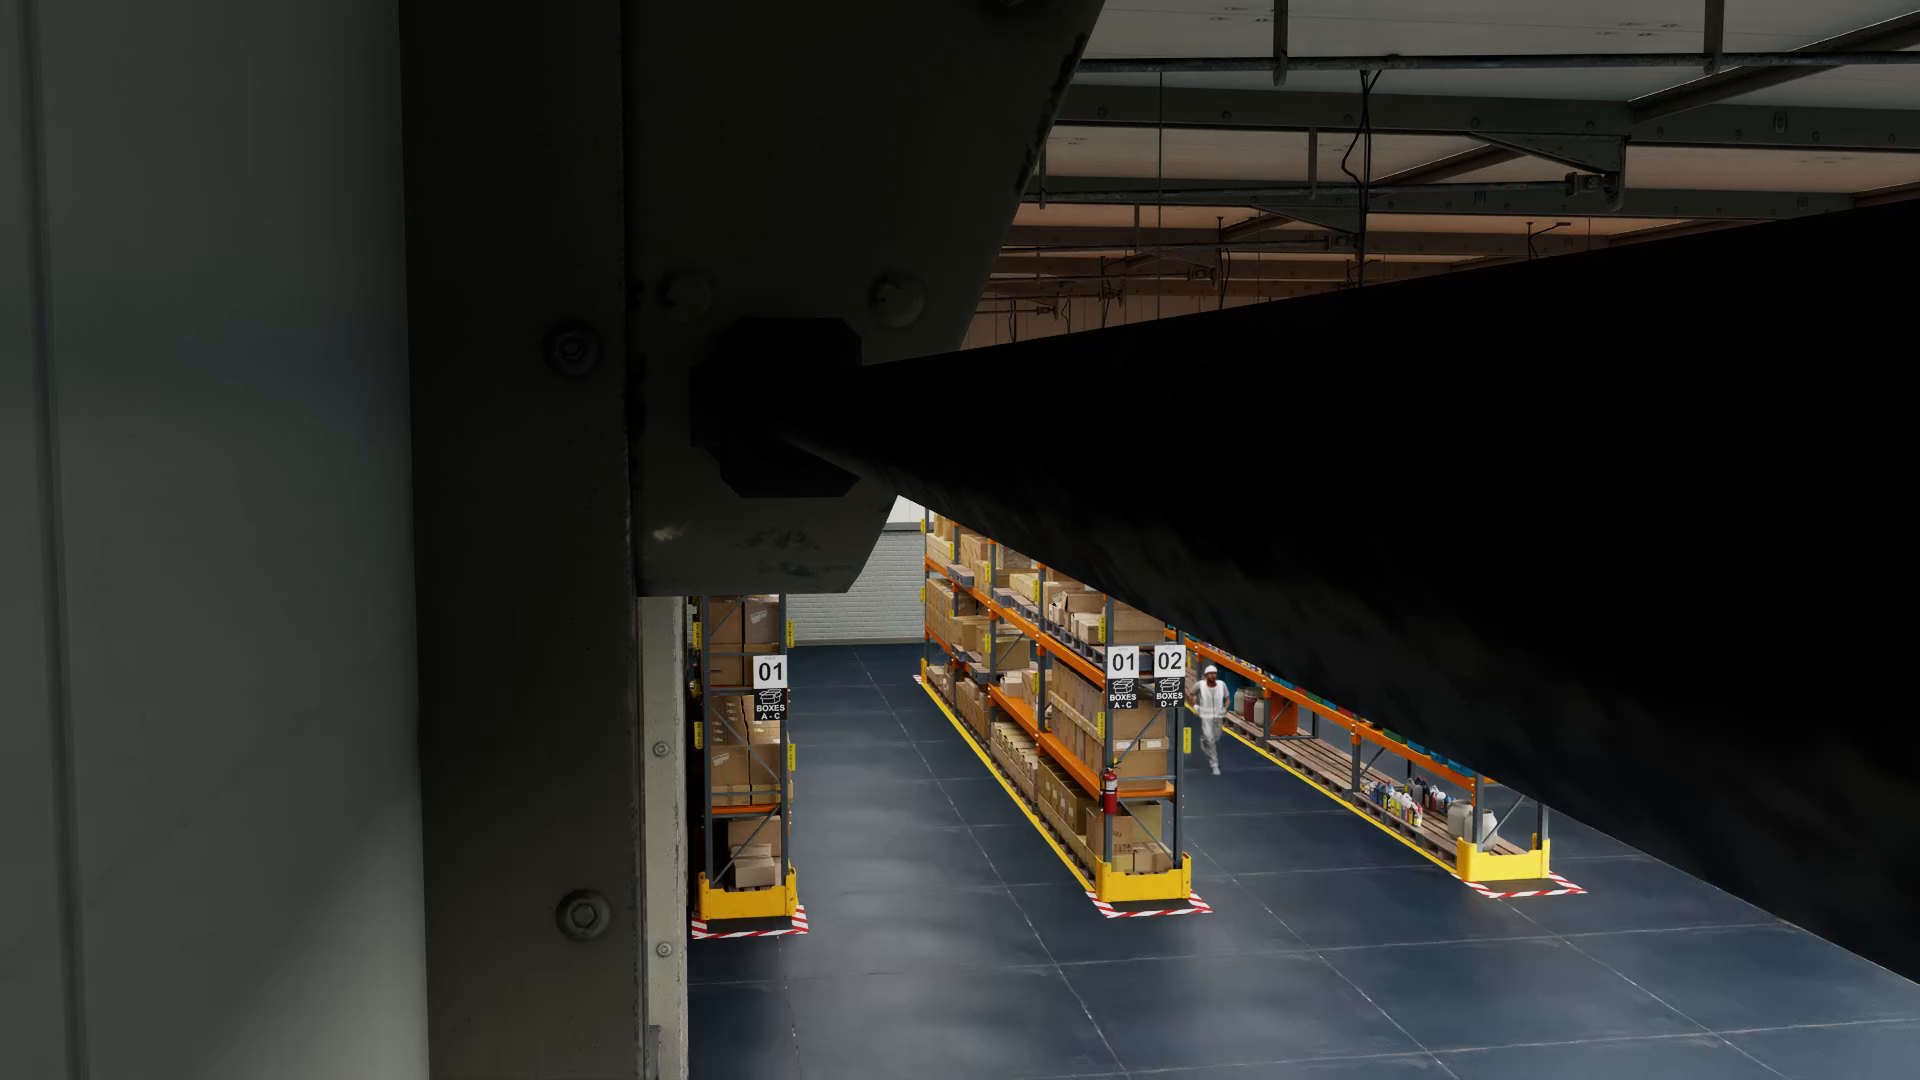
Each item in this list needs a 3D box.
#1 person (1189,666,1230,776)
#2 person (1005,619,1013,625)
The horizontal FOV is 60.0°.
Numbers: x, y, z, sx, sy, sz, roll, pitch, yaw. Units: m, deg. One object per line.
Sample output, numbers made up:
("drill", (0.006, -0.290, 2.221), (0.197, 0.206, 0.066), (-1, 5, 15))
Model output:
("person", (4.242, 2.996, 28.068), (0.650, 1.775, 1.139), (-1, 5, -13))
("person", (1.125, 2.196, 37.166), (0.721, 1.737, 0.868), (-5, 7, -43))
